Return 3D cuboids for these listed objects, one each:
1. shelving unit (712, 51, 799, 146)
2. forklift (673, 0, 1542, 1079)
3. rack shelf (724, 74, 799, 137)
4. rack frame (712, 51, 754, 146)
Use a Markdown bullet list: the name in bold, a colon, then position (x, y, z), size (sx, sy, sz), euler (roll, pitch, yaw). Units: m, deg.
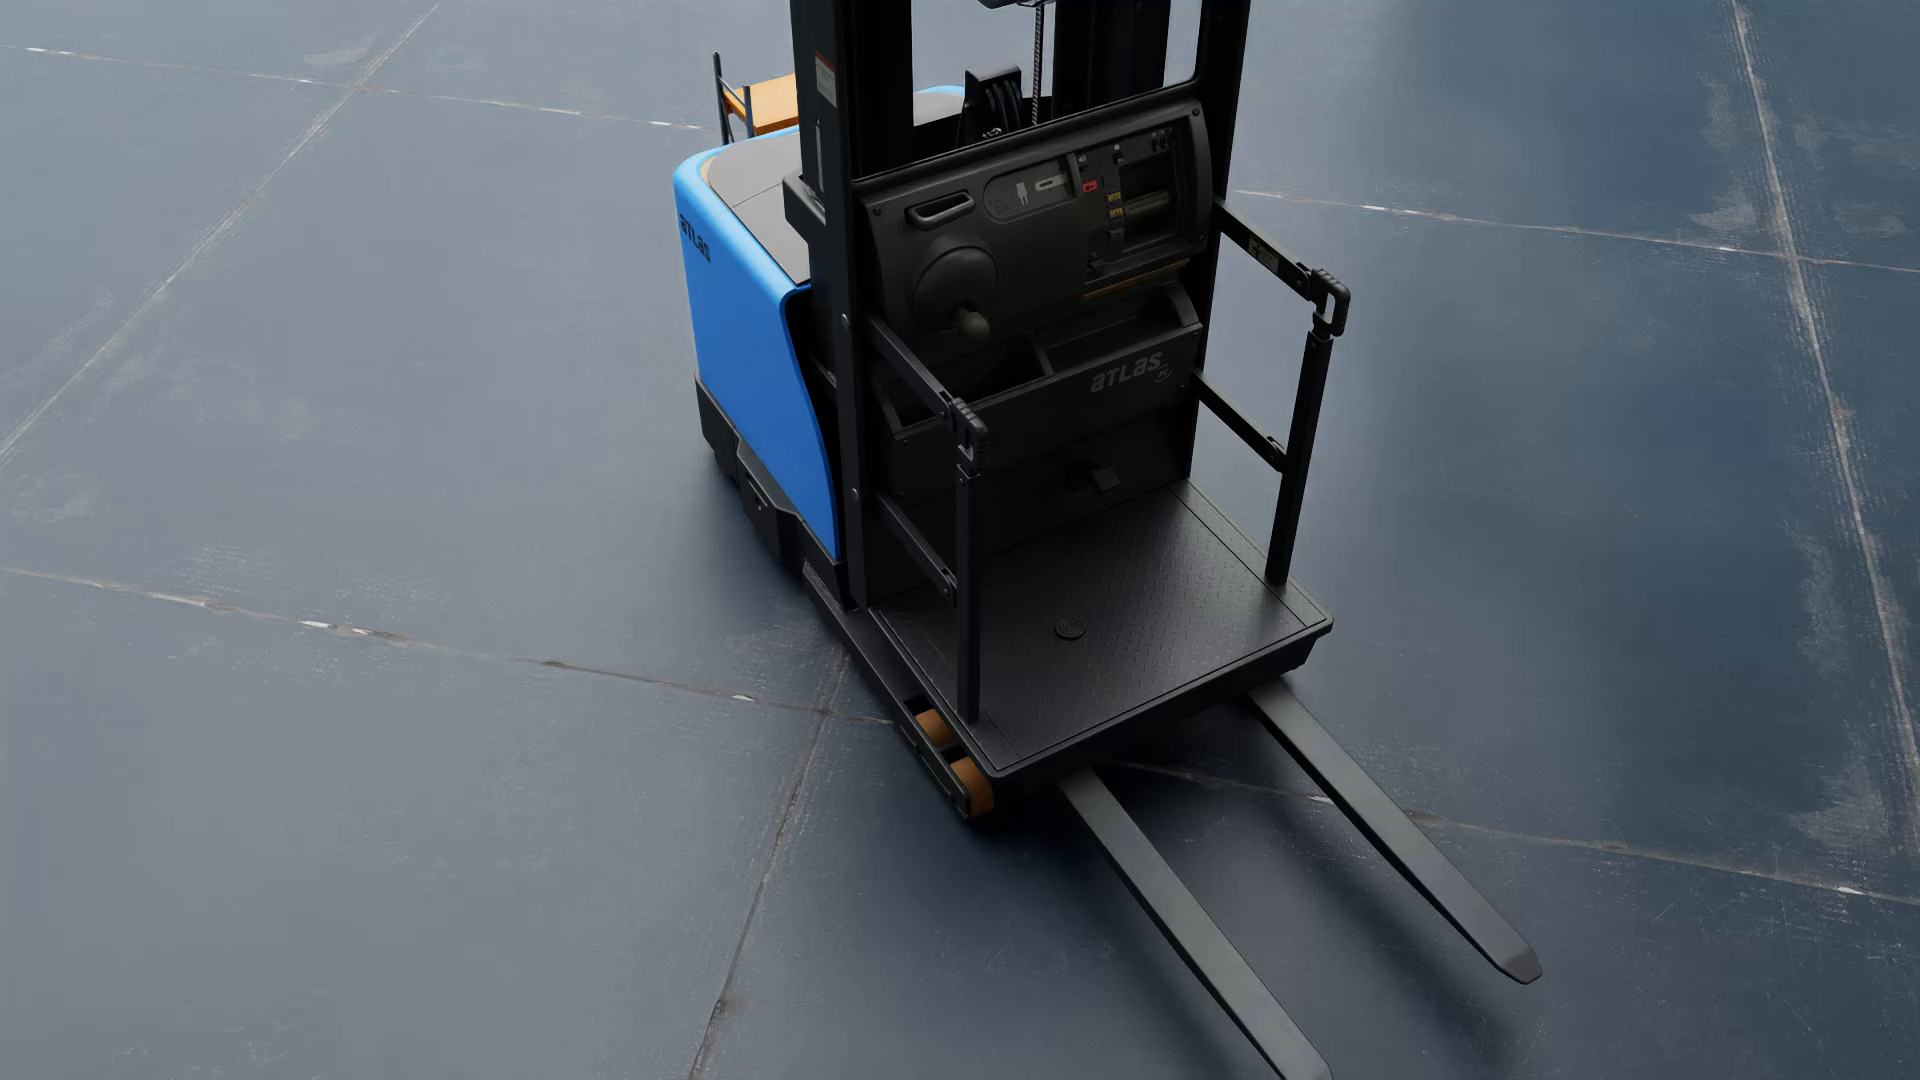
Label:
- **shelving unit**: position (-0.477, -1.068, 5.494), size (0.503, 1.200, 0.258), euler (-22, 48, -21)
- **forklift**: position (0.315, -0.677, 3.840), size (1.130, 2.935, 3.031), euler (-22, 48, -21)
- **rack shelf**: position (-0.477, -1.351, 5.222), size (0.480, 0.148, 0.258), euler (-22, 48, -21)
- **rack frame**: position (-0.688, -0.983, 5.407), size (0.015, 1.200, 0.240), euler (-22, 48, -21)
